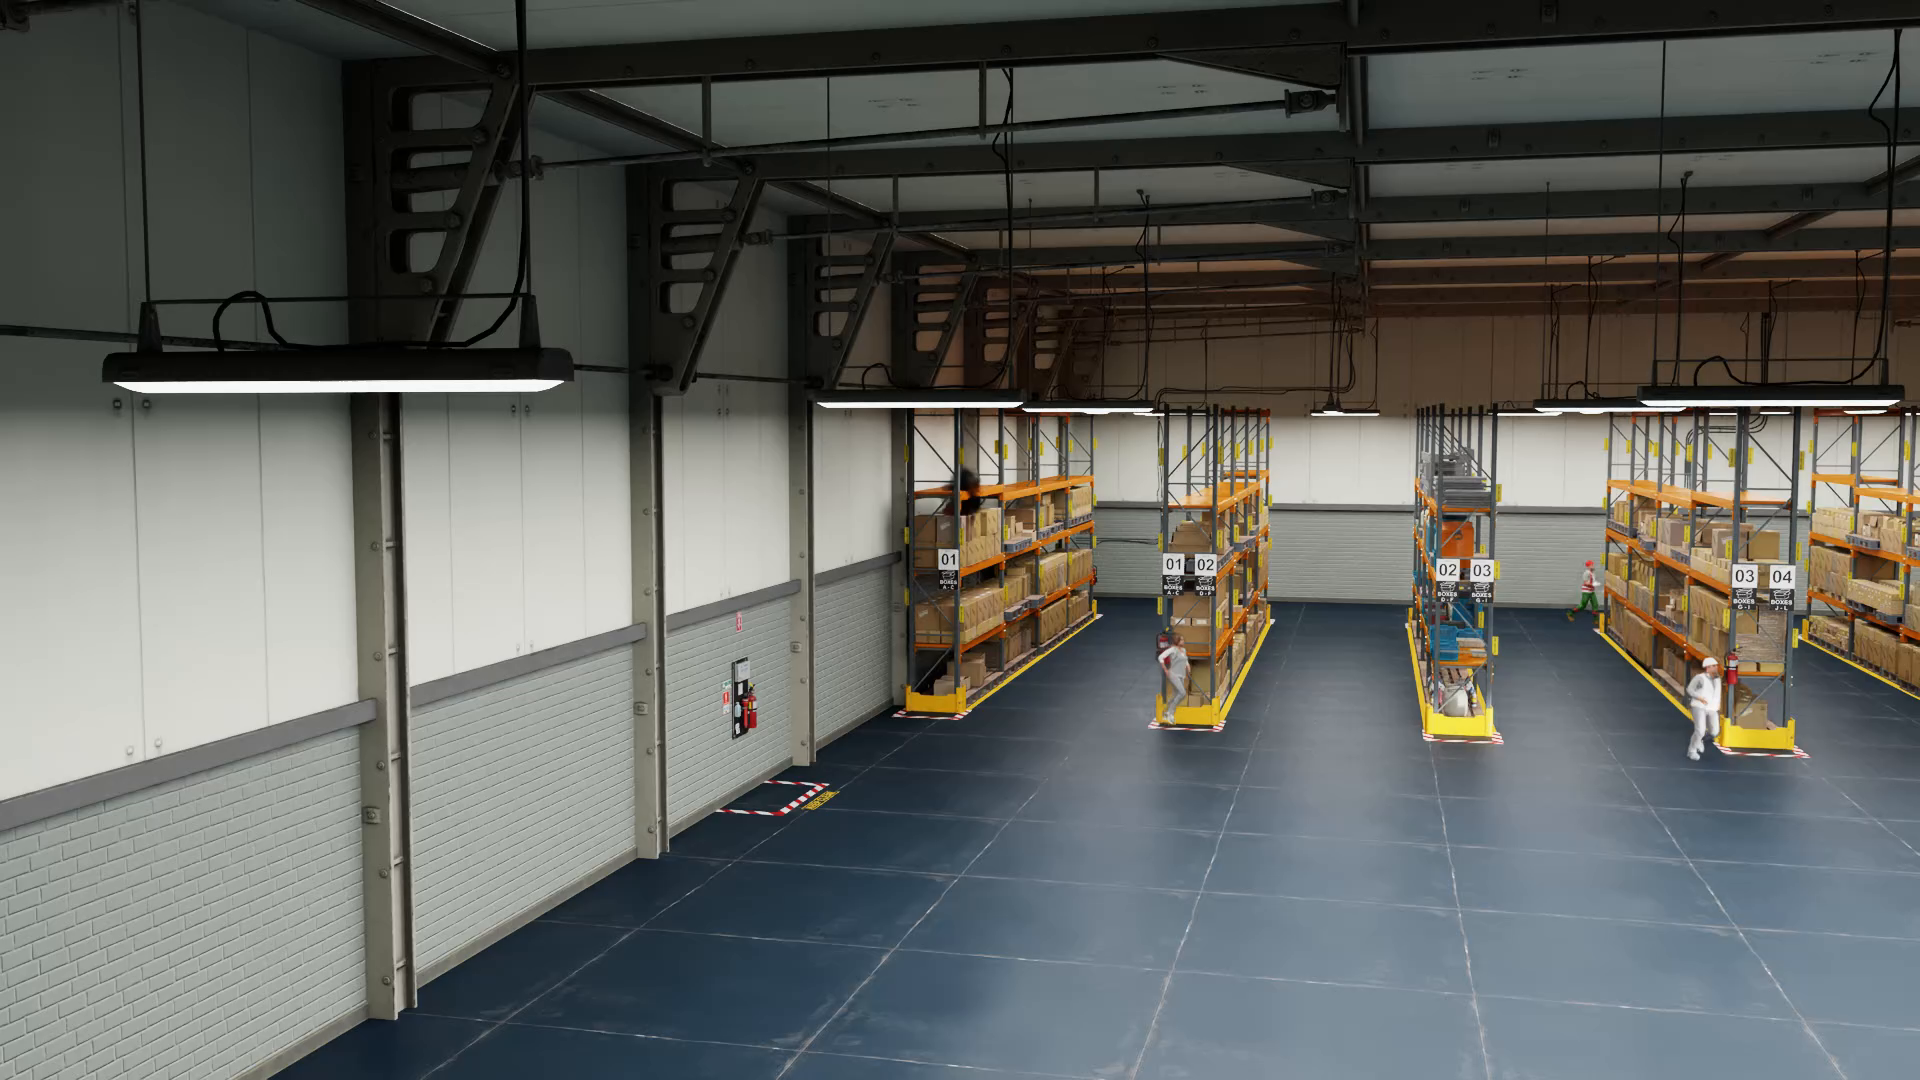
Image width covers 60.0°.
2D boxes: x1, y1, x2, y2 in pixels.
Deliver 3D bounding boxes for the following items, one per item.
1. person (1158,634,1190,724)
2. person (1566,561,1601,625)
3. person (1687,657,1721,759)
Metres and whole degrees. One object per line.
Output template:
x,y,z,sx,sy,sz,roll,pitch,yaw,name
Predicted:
3.904,2.495,29.885,0.532,1.599,0.555,3,5,38,person
17.389,1.466,46.151,1.001,1.797,0.671,4,5,41,person
12.642,2.833,28.130,0.615,1.699,0.560,-1,4,-9,person
